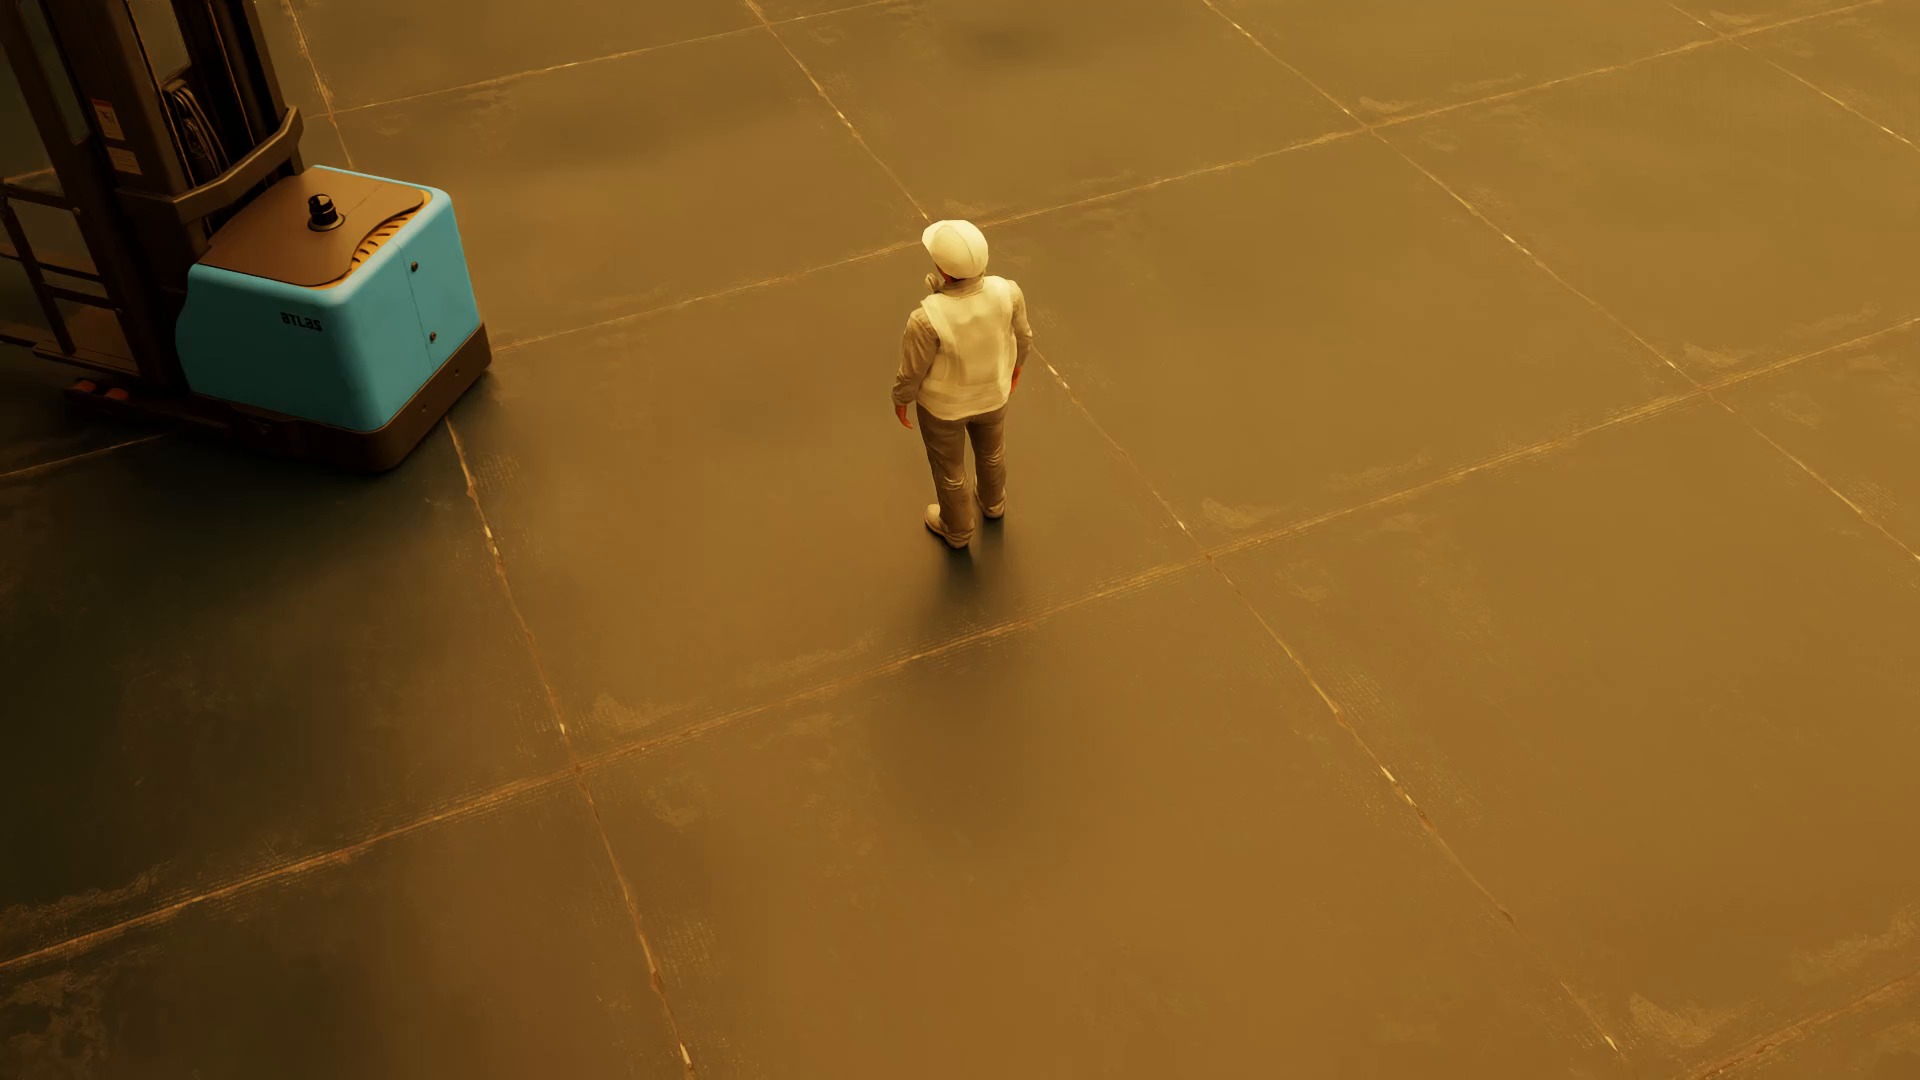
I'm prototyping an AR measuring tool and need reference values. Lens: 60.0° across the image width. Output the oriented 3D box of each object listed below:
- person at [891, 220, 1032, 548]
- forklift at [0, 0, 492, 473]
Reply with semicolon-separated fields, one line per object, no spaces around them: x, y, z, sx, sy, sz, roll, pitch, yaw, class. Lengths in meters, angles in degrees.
-0.020;-0.695;7.262;0.634;1.775;0.566;-18;46;-18;person
-4.033;-2.005;7.829;3.031;2.935;1.130;13;45;14;forklift
